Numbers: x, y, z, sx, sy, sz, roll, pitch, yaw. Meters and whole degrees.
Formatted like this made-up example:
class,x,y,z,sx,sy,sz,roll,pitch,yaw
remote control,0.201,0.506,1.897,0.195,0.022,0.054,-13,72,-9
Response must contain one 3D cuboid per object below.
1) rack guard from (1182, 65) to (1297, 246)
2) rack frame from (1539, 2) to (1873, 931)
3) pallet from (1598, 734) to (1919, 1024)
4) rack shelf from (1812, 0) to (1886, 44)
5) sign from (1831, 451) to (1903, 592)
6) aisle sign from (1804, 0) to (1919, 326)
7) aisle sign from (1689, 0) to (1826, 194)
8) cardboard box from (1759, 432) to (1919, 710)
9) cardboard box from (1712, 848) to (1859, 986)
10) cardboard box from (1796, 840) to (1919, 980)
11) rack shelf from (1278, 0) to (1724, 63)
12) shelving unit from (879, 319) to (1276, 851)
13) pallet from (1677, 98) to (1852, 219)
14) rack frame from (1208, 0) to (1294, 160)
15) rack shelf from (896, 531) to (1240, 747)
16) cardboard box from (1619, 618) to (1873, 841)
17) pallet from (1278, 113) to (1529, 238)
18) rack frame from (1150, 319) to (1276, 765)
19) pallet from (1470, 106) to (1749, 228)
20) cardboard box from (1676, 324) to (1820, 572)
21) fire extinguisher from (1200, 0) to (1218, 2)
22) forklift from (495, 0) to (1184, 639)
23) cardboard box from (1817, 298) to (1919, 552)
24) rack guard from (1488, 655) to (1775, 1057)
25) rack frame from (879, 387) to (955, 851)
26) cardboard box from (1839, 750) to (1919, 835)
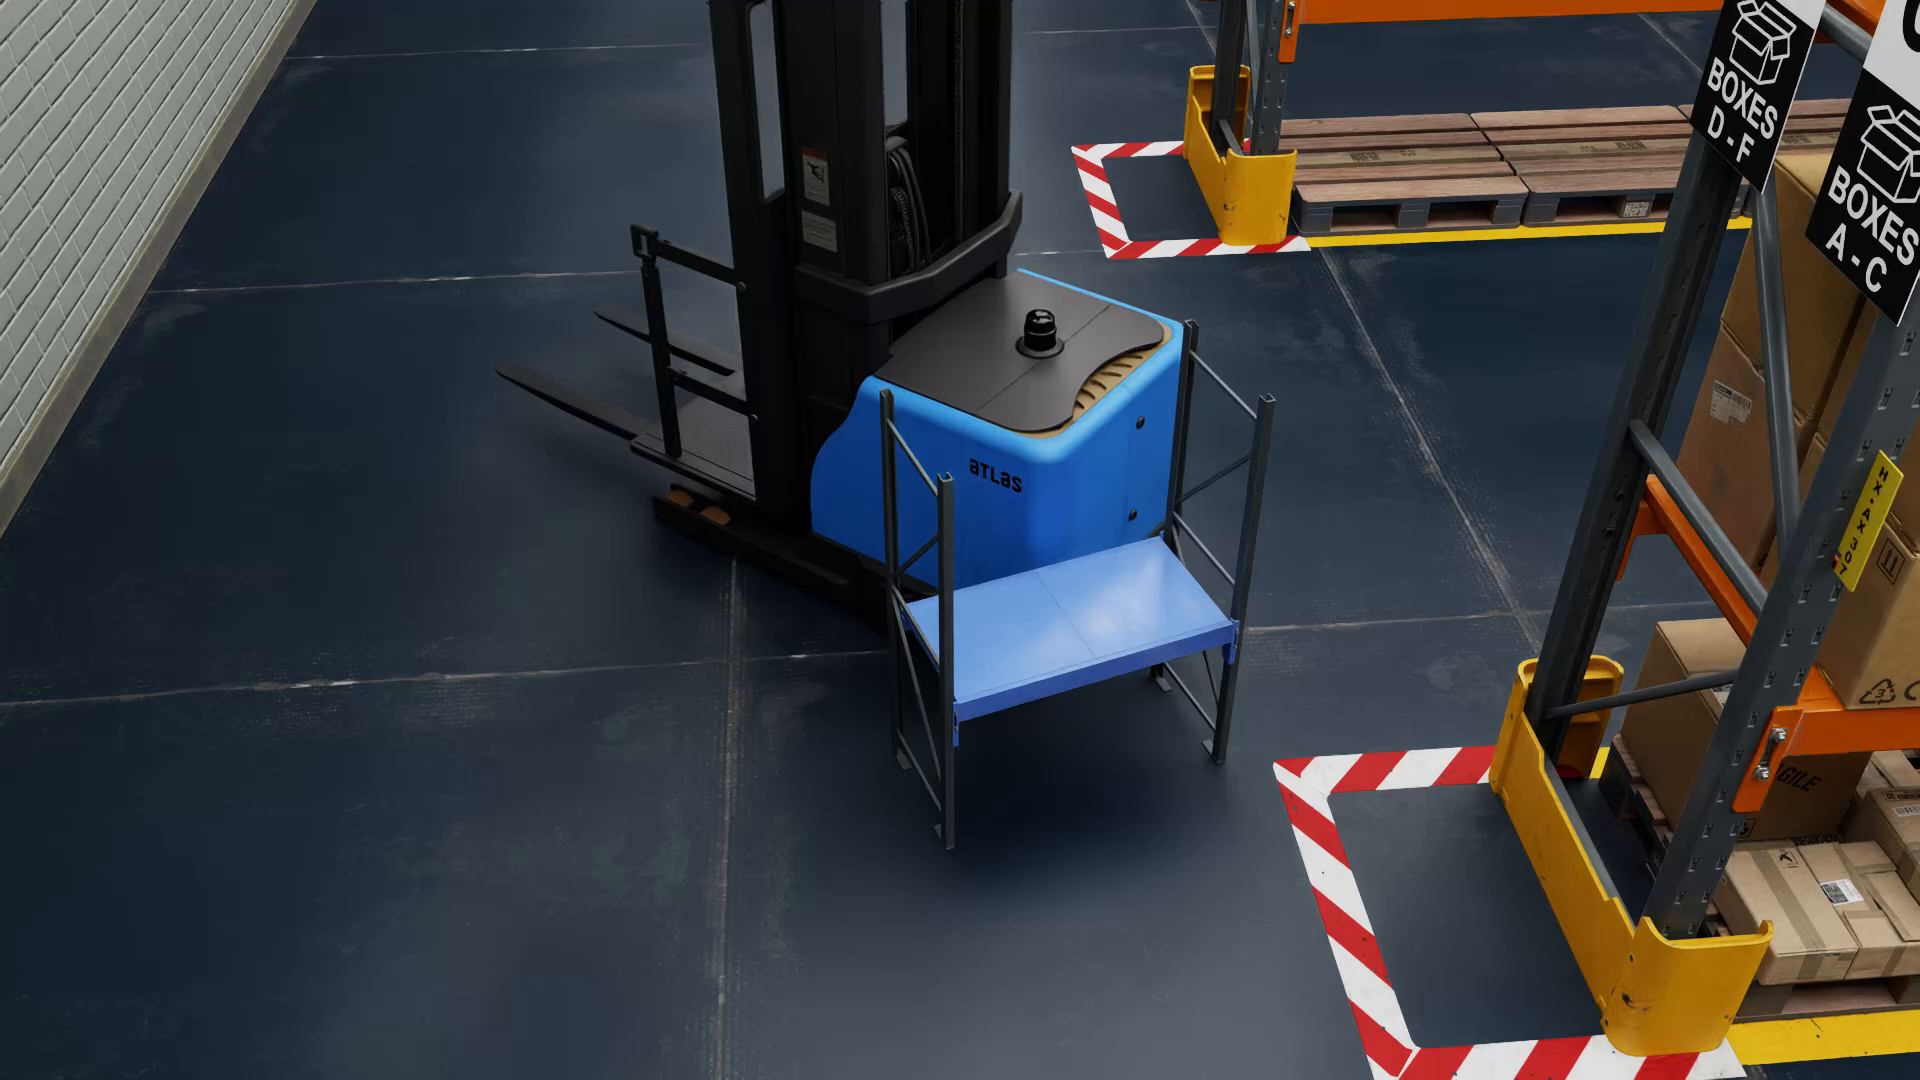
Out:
class,x,y,z,sx,sy,sz,roll,pitch,yaw
rack guard,1.497,-2.101,9.009,0.348,0.500,1.175,-3,38,-4
rack frame,1.955,-0.033,4.370,0.053,2.616,0.949,-3,38,-4
pallet,2.825,1.011,5.298,1.213,0.211,1.003,-3,38,-4
rack shelf,3.947,-1.040,3.806,4.000,0.370,1.077,-3,38,-4
sign,2.003,-0.040,3.680,0.005,0.325,0.100,-3,38,-4
aisle sign,1.913,-0.871,3.333,0.004,0.787,0.394,-3,38,-4
aisle sign,1.860,-1.241,3.802,0.004,0.787,0.394,-3,38,-4
cardboard box,3.659,-0.170,4.463,3.026,0.500,1.079,-3,38,-3
cardboard box,2.403,1.100,4.880,0.250,0.149,0.380,-3,38,-4
cardboard box,2.652,1.080,4.892,0.250,0.166,0.380,-3,38,-4
rack shelf,3.512,-2.919,8.608,4.000,0.370,1.077,-3,38,-4
shelving unit,0.341,0.164,5.331,1.048,1.500,0.538,-14,41,-18
pallet,4.775,-2.152,9.307,1.213,0.211,1.003,-3,38,-4
rack frame,1.520,-3.092,8.247,0.127,3.000,1.000,-3,38,-4
rack shelf,0.341,0.305,5.443,1.000,0.185,0.538,-14,41,-18
cardboard box,2.475,0.592,5.241,0.500,0.500,0.500,-3,38,-4
pallet,2.345,-2.018,9.137,1.213,0.211,1.003,-3,38,-4
rack frame,0.811,0.043,5.485,0.032,1.500,0.500,-14,41,-18
pallet,3.557,-2.083,9.220,1.213,0.211,1.003,-3,38,-4
cardboard box,2.377,-0.267,4.586,0.500,0.500,0.500,-2,38,-3
fire extinguisher,1.330,-3.187,8.731,0.183,0.674,0.296,-3,38,-4
forklift,-0.632,-1.362,6.110,3.031,2.935,1.130,24,44,27
cardboard box,2.421,-0.329,3.857,0.500,0.500,0.500,-2,38,-3
rack guard,2.031,0.942,5.152,0.348,0.500,1.175,-3,38,-4
rack frame,-0.128,0.285,5.178,0.032,1.500,0.500,-14,41,-18
cardboard box,2.886,0.756,5.302,0.250,0.166,0.380,-3,38,-4
